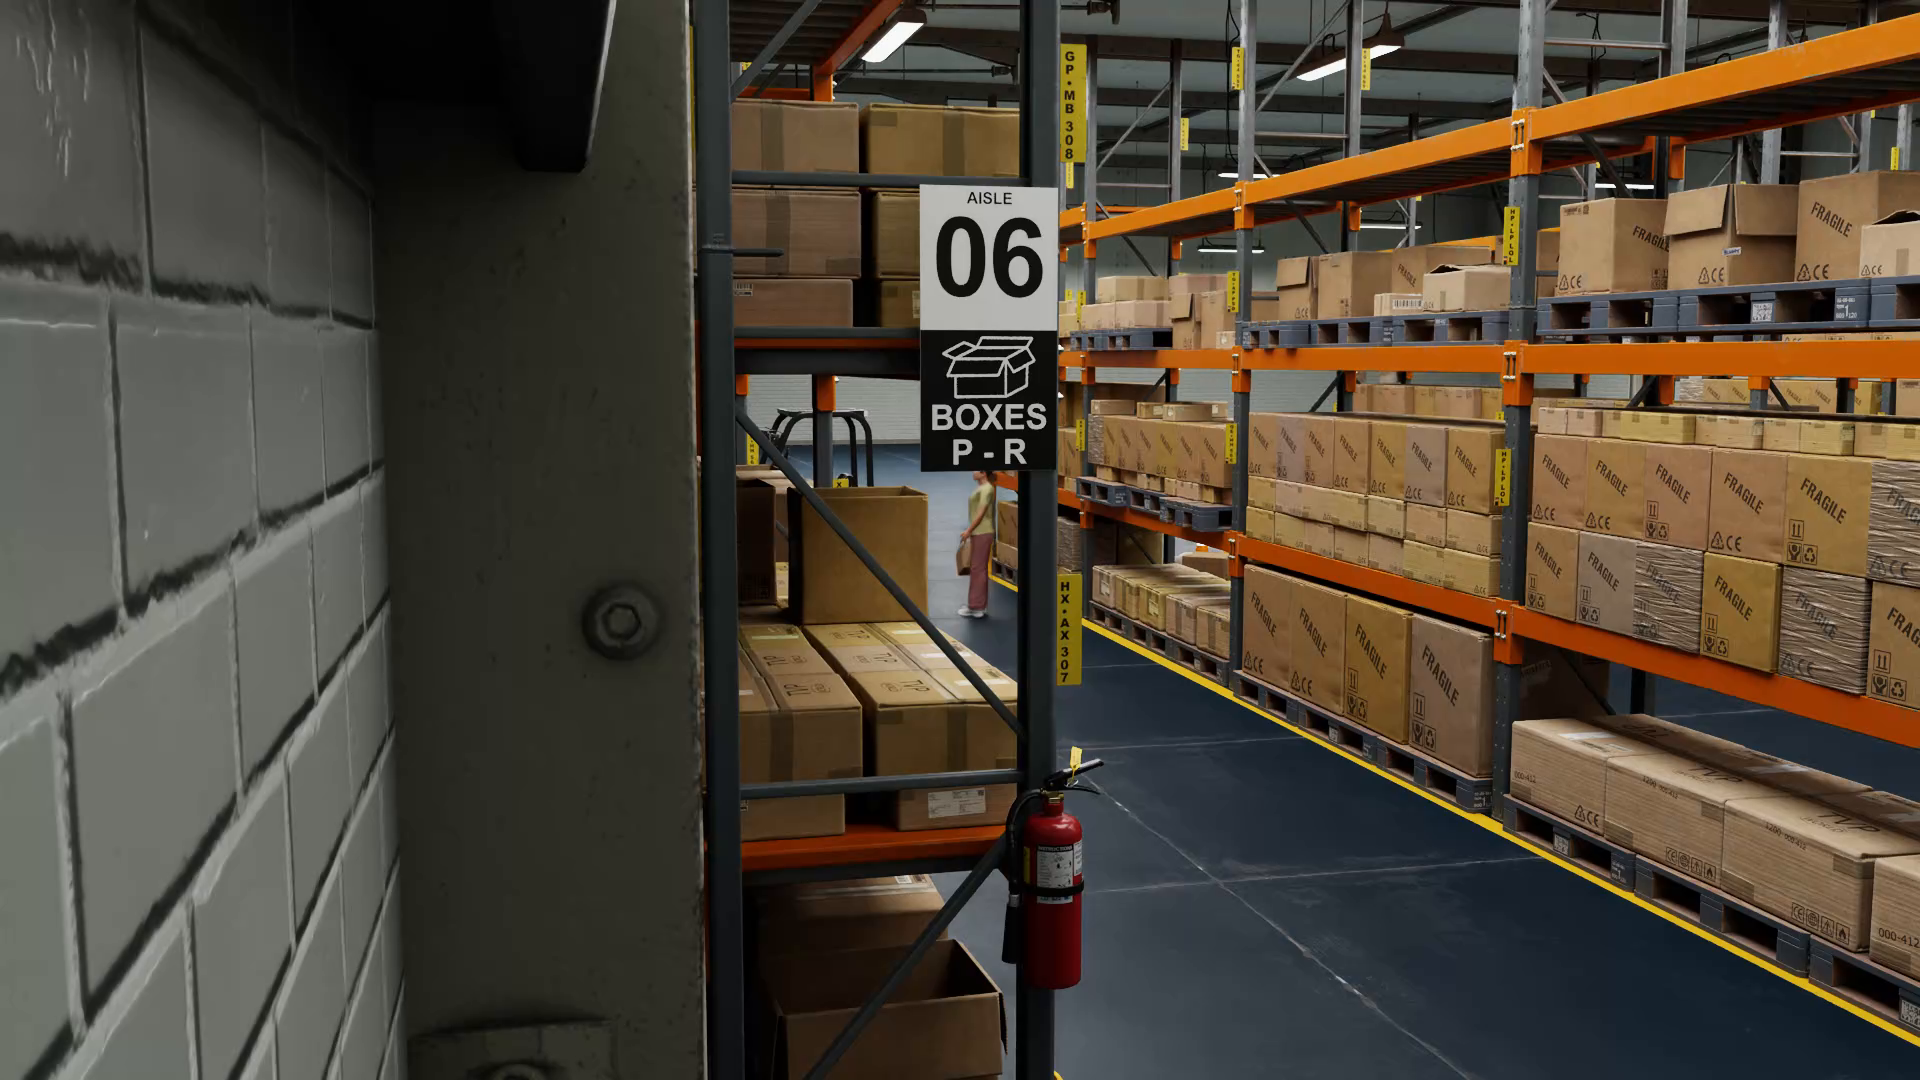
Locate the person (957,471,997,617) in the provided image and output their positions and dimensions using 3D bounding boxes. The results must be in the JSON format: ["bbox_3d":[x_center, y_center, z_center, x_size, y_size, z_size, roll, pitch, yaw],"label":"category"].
[{"bbox_3d":[0.181,-0.038,17.589,0.432,1.684,0.525,0,6,-3],"label":"person"}]
